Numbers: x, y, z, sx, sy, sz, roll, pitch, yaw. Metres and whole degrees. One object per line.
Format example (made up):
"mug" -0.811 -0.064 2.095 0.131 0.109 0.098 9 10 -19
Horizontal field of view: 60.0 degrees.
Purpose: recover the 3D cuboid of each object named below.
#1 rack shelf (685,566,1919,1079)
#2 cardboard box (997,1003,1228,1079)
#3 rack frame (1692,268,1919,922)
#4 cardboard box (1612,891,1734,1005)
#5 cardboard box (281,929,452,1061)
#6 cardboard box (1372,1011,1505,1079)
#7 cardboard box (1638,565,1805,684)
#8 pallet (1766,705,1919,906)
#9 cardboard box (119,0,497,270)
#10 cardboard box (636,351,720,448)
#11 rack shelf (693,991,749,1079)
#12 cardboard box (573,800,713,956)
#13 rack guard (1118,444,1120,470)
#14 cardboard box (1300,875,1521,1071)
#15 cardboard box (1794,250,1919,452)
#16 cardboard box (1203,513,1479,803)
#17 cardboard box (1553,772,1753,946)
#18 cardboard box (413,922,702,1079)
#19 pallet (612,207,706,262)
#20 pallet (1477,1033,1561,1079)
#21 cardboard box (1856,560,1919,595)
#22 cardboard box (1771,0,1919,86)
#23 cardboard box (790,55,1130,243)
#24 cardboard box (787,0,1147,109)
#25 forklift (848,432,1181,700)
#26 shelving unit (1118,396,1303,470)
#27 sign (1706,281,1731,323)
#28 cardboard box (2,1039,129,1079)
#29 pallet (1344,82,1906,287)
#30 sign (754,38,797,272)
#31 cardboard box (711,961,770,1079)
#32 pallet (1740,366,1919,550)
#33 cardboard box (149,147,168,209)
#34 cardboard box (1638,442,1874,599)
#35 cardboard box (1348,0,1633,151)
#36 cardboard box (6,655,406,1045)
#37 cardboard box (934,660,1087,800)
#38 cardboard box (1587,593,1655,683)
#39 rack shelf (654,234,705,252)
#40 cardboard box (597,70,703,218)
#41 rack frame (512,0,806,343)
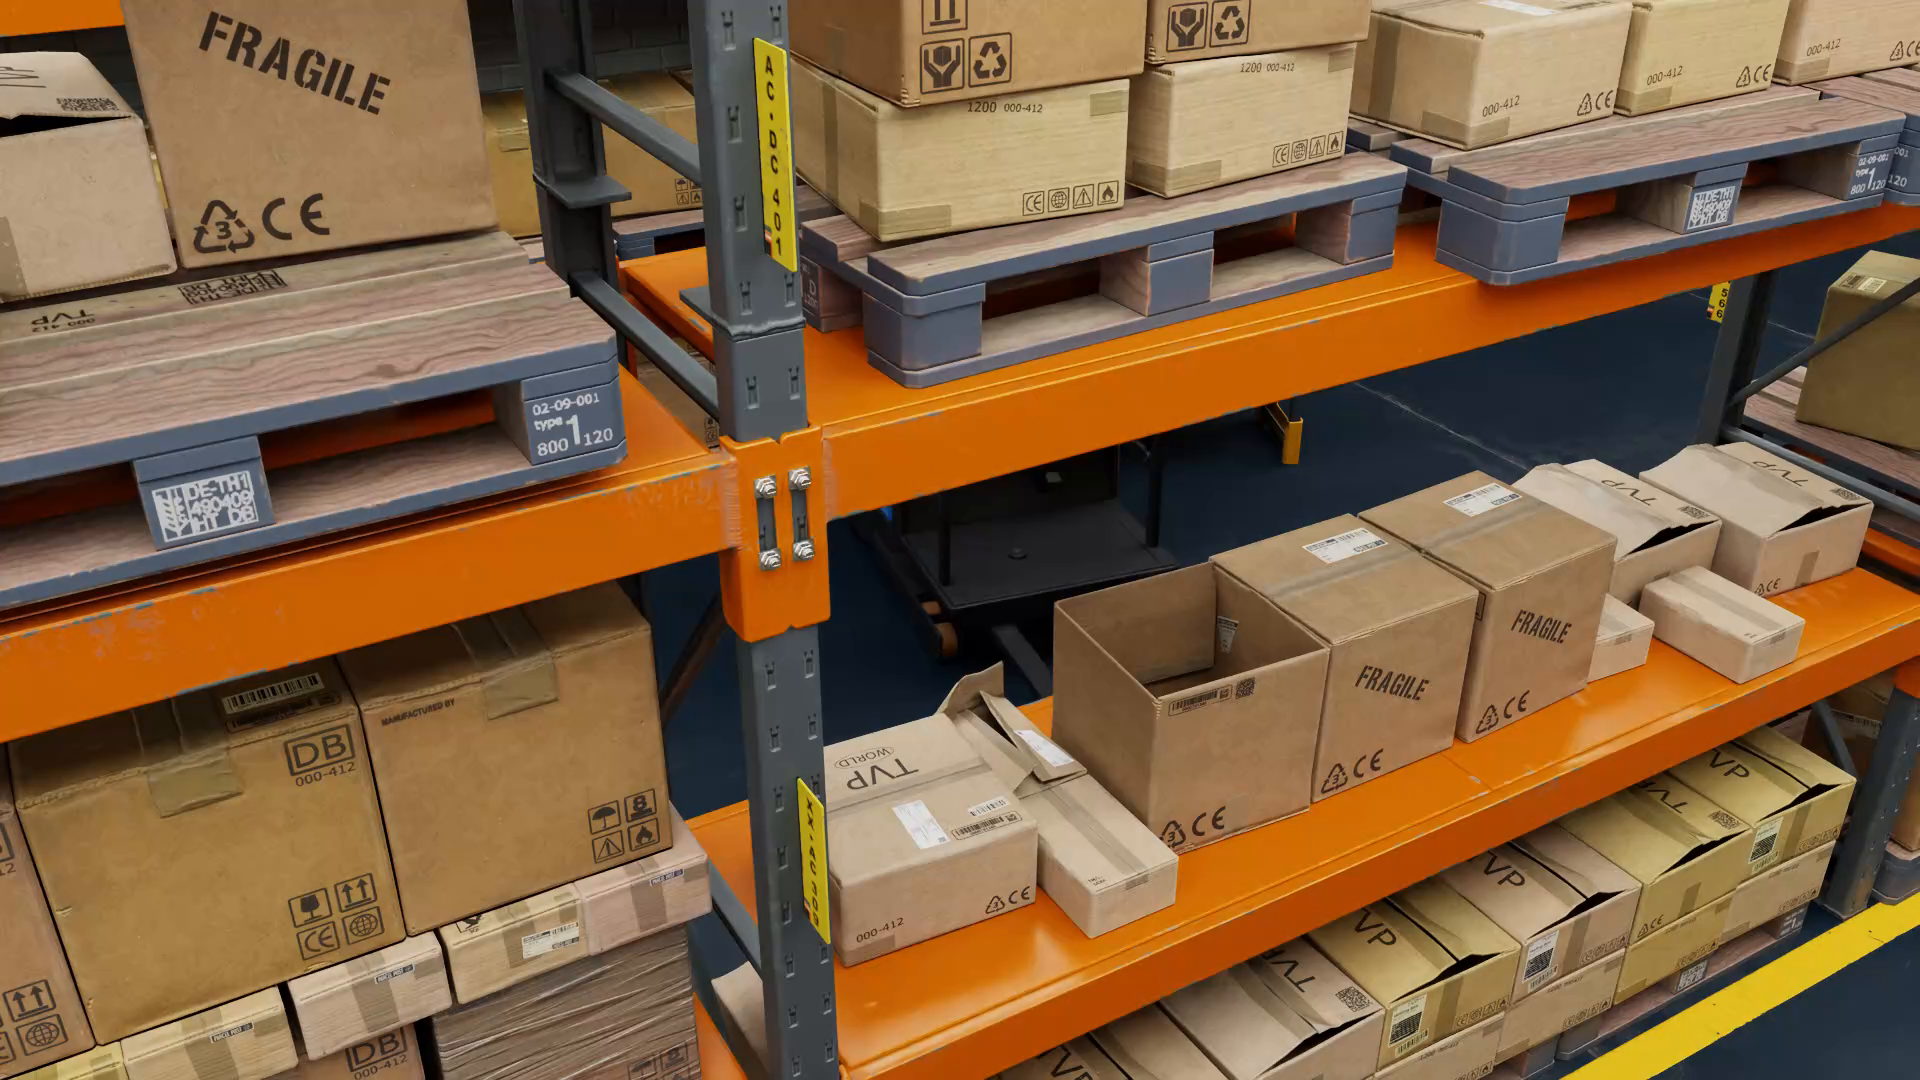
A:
"rack shelf" 1.171 0.606 4.791 4.000 0.370 1.077 -16 33 -26
"cardboard box" 0.363 1.438 4.371 0.500 0.311 0.500 -16 33 -27
"rack frame" 2.895 -0.198 5.505 0.127 3.000 1.000 -16 33 -26
"cardboard box" 2.123 1.180 5.419 0.500 0.250 0.500 -16 33 -27
"cardboard box" -1.118 0.734 3.041 0.250 0.149 0.380 -17 33 -28
"cardboard box" 1.246 1.429 4.968 0.500 0.250 0.500 -15 32 -25
"cardboard box" 2.260 0.247 4.958 0.250 0.149 0.380 -16 33 -26
"pallet" 3.558 0.856 6.481 1.213 0.211 1.003 -16 33 -26
"cardboard box" -1.121 -0.808 2.822 0.500 0.500 0.500 -13 31 -22
"cardboard box" -1.559 -0.823 8.768 0.500 0.500 0.700 -15 32 -26
"rack shelf" -2.278 1.585 3.017 4.000 0.370 1.077 -16 33 -26
"cardboard box" -0.679 0.609 3.267 0.250 0.149 0.380 -16 33 -26
"rack guard" 0.768 -0.591 9.062 0.087 0.250 0.587 -4 29 -7
"cardboard box" 1.254 1.181 4.836 0.500 0.311 0.500 -15 32 -25
"cardboard box" 3.381 -0.627 5.743 0.700 0.500 0.500 22 36 34
"cardboard box" 1.003 0.304 4.490 0.500 0.500 0.500 -16 33 -26
"cardboard box" 2.124 0.937 5.278 0.500 0.311 0.500 -16 33 -27
"cardboard box" -0.933 0.848 3.505 0.500 0.500 0.700 -17 33 -28
"pallet" -1.303 -1.675 8.380 1.213 0.211 1.003 -16 33 -26
"pallet" 1.115 1.505 5.305 1.213 0.211 1.003 -16 33 -26
"cardboard box" 3.629 0.033 6.441 0.500 0.250 0.500 -15 32 -24
"cardboard box" 2.090 -1.359 4.225 0.500 0.250 0.500 -15 32 -25
"cardboard box" -0.017 -0.797 3.207 0.500 0.250 0.500 -12 31 -21
"cardboard box" -0.001 -1.113 3.003 0.500 0.500 0.500 -15 32 -26
"forklift" 0.304 -0.983 6.998 1.130 2.935 3.031 -10 30 -18
"shelving unit" 1.261 -1.172 8.821 1.083 1.500 0.587 -4 29 -7
"sign" 2.612 -0.894 5.650 0.005 0.325 0.100 -16 33 -26
"cardboard box" -1.557 0.857 2.817 0.250 0.149 0.380 -16 33 -27
"pallet" 1.393 -0.950 3.959 1.213 0.211 1.003 -14 32 -24
"sign" -0.271 -0.563 2.443 0.005 0.325 0.100 -16 33 -26
"cardboard box" -0.349 1.337 4.554 0.500 0.311 0.500 -16 33 -26
"pallet" 3.444 -0.309 5.905 1.003 0.211 1.213 -16 33 -26
"cardboard box" -3.317 -1.309 6.875 0.500 0.500 0.500 -16 33 -26
"cardboard box" 2.560 -0.088 5.398 0.500 0.311 0.500 -14 32 -23
"cardboard box" 1.126 -1.093 3.742 0.500 0.250 0.500 -19 34 -30
"cardboard box" -1.368 0.405 2.966 0.500 0.500 0.700 -16 33 -26
"cardboard box" 0.112 0.548 4.292 0.258 0.266 0.396 -17 33 -28
"cardboard box" 1.824 0.247 4.957 0.250 0.149 0.380 -13 32 -23
"rack shelf" -1.342 -1.456 8.529 4.000 0.370 1.077 -16 33 -26
"cardboard box" -1.573 -1.937 8.096 0.500 0.500 0.700 -11 31 -20
"rack frame" -0.553 -1.846 2.281 0.127 3.000 1.000 -16 33 -26
